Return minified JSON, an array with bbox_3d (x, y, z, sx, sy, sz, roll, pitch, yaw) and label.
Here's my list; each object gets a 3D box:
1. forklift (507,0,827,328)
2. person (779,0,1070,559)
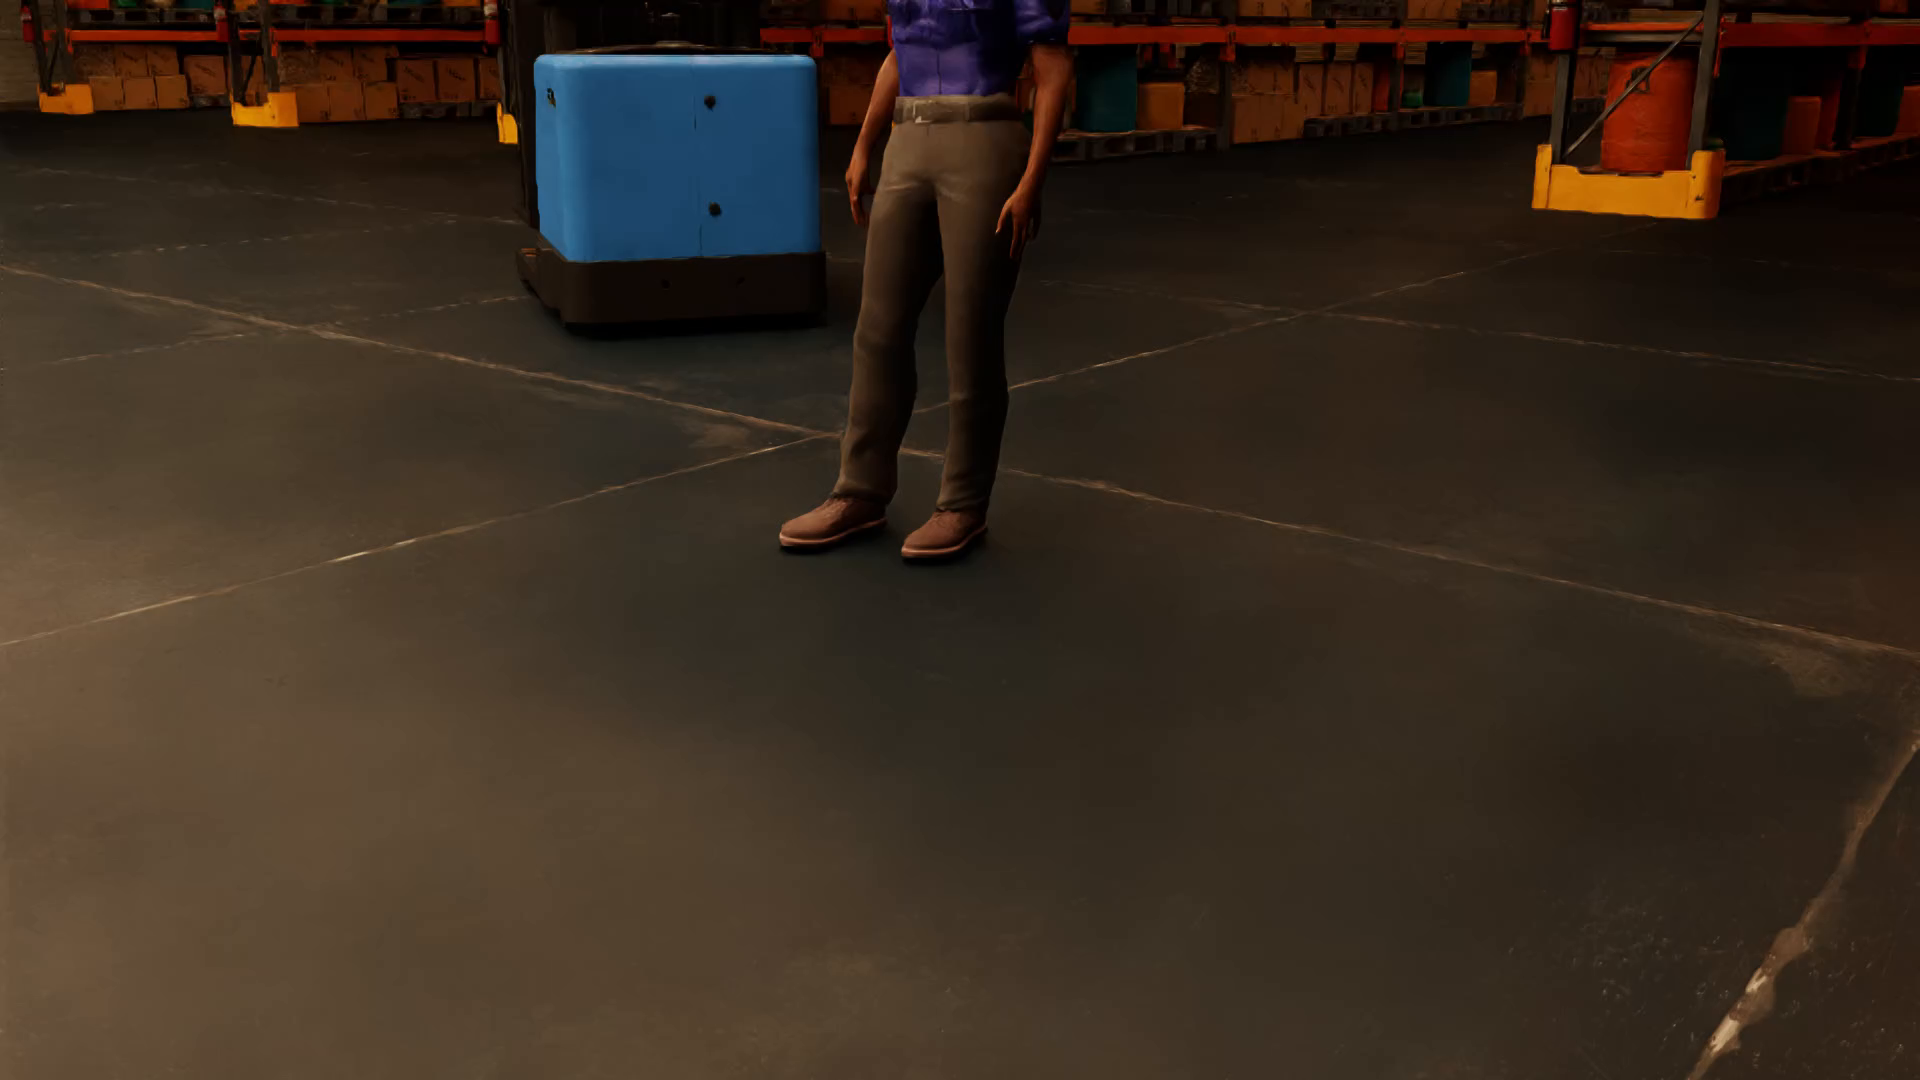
[{"bbox_3d":[-1.518,-2.630,7.560,1.130,2.935,3.031,-6,18,-19],"label":"forklift"},{"bbox_3d":[-0.071,-0.782,3.647,0.570,1.654,0.503,13,21,37],"label":"person"}]
